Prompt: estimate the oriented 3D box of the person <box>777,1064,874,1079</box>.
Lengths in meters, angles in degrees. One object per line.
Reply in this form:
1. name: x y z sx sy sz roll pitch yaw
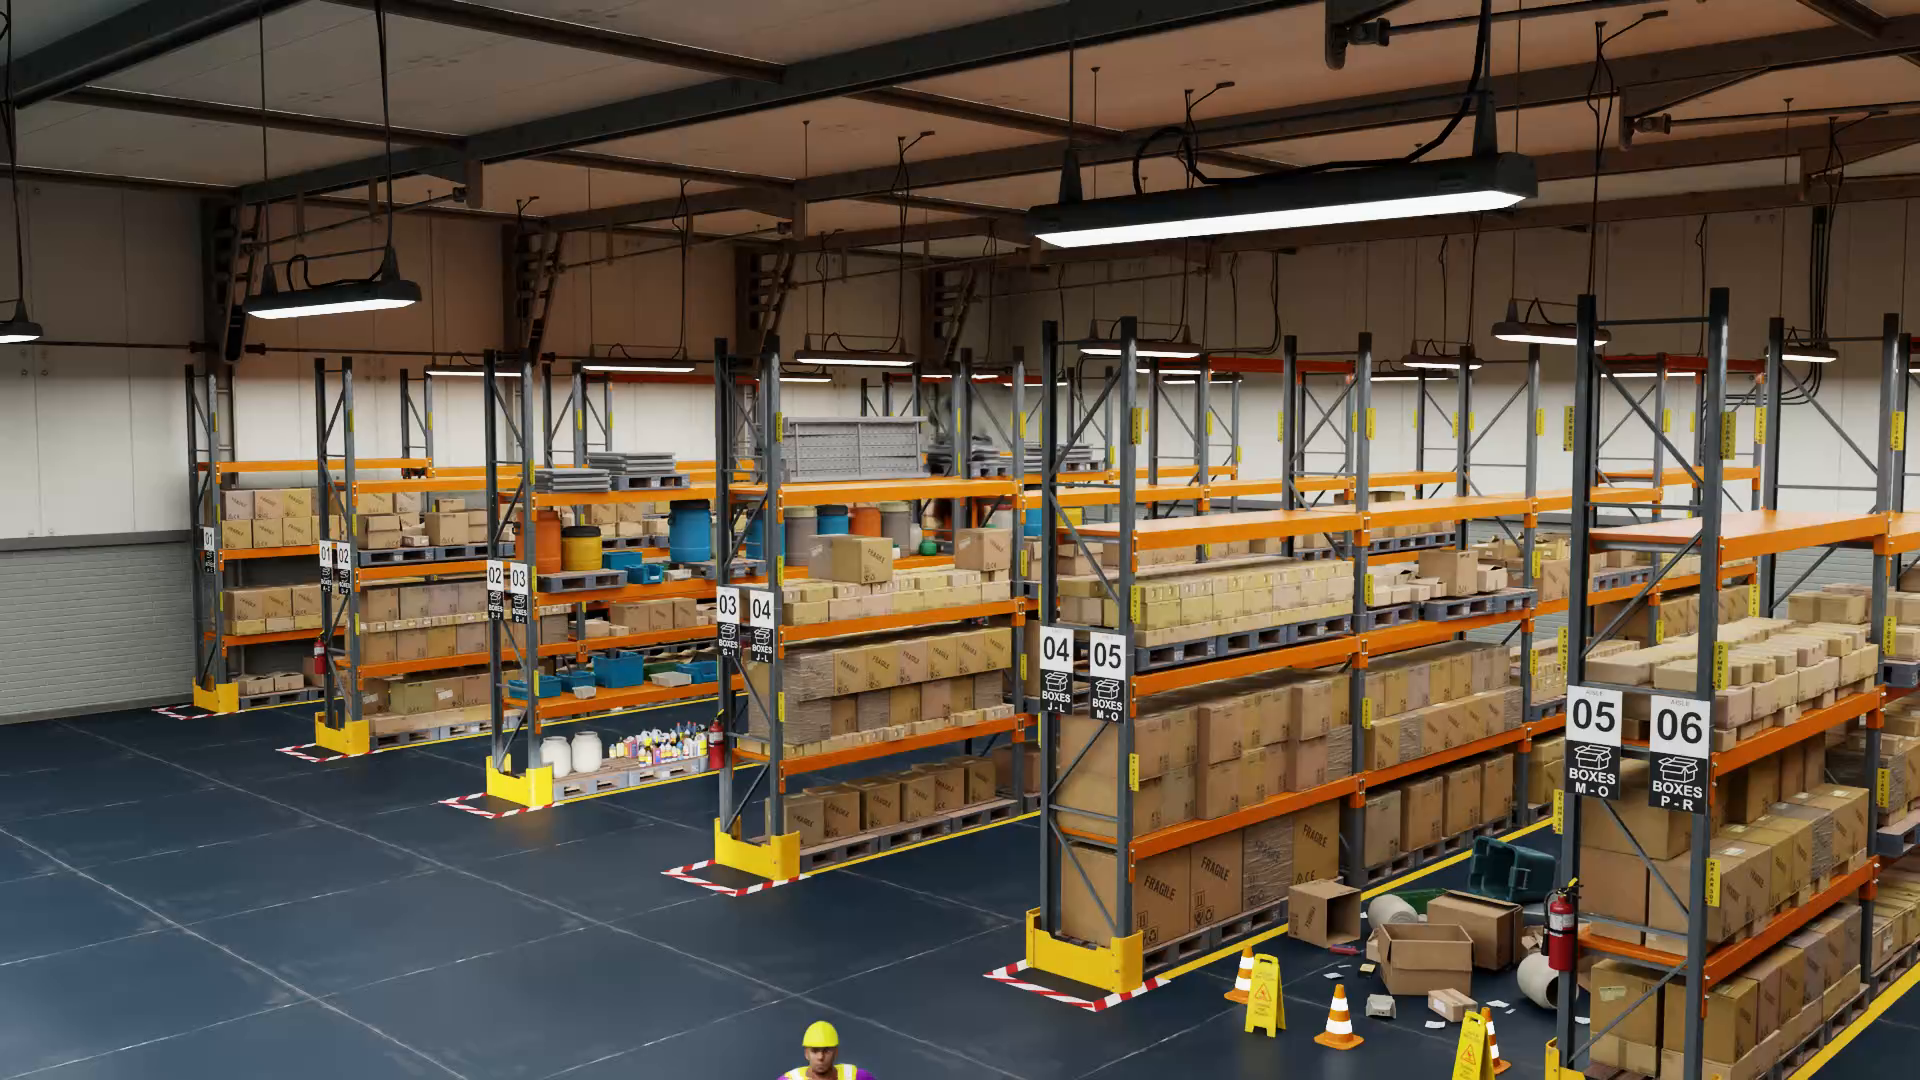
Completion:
1. person: -0.769 3.701 9.365 0.668 1.464 0.527 0 4 0
